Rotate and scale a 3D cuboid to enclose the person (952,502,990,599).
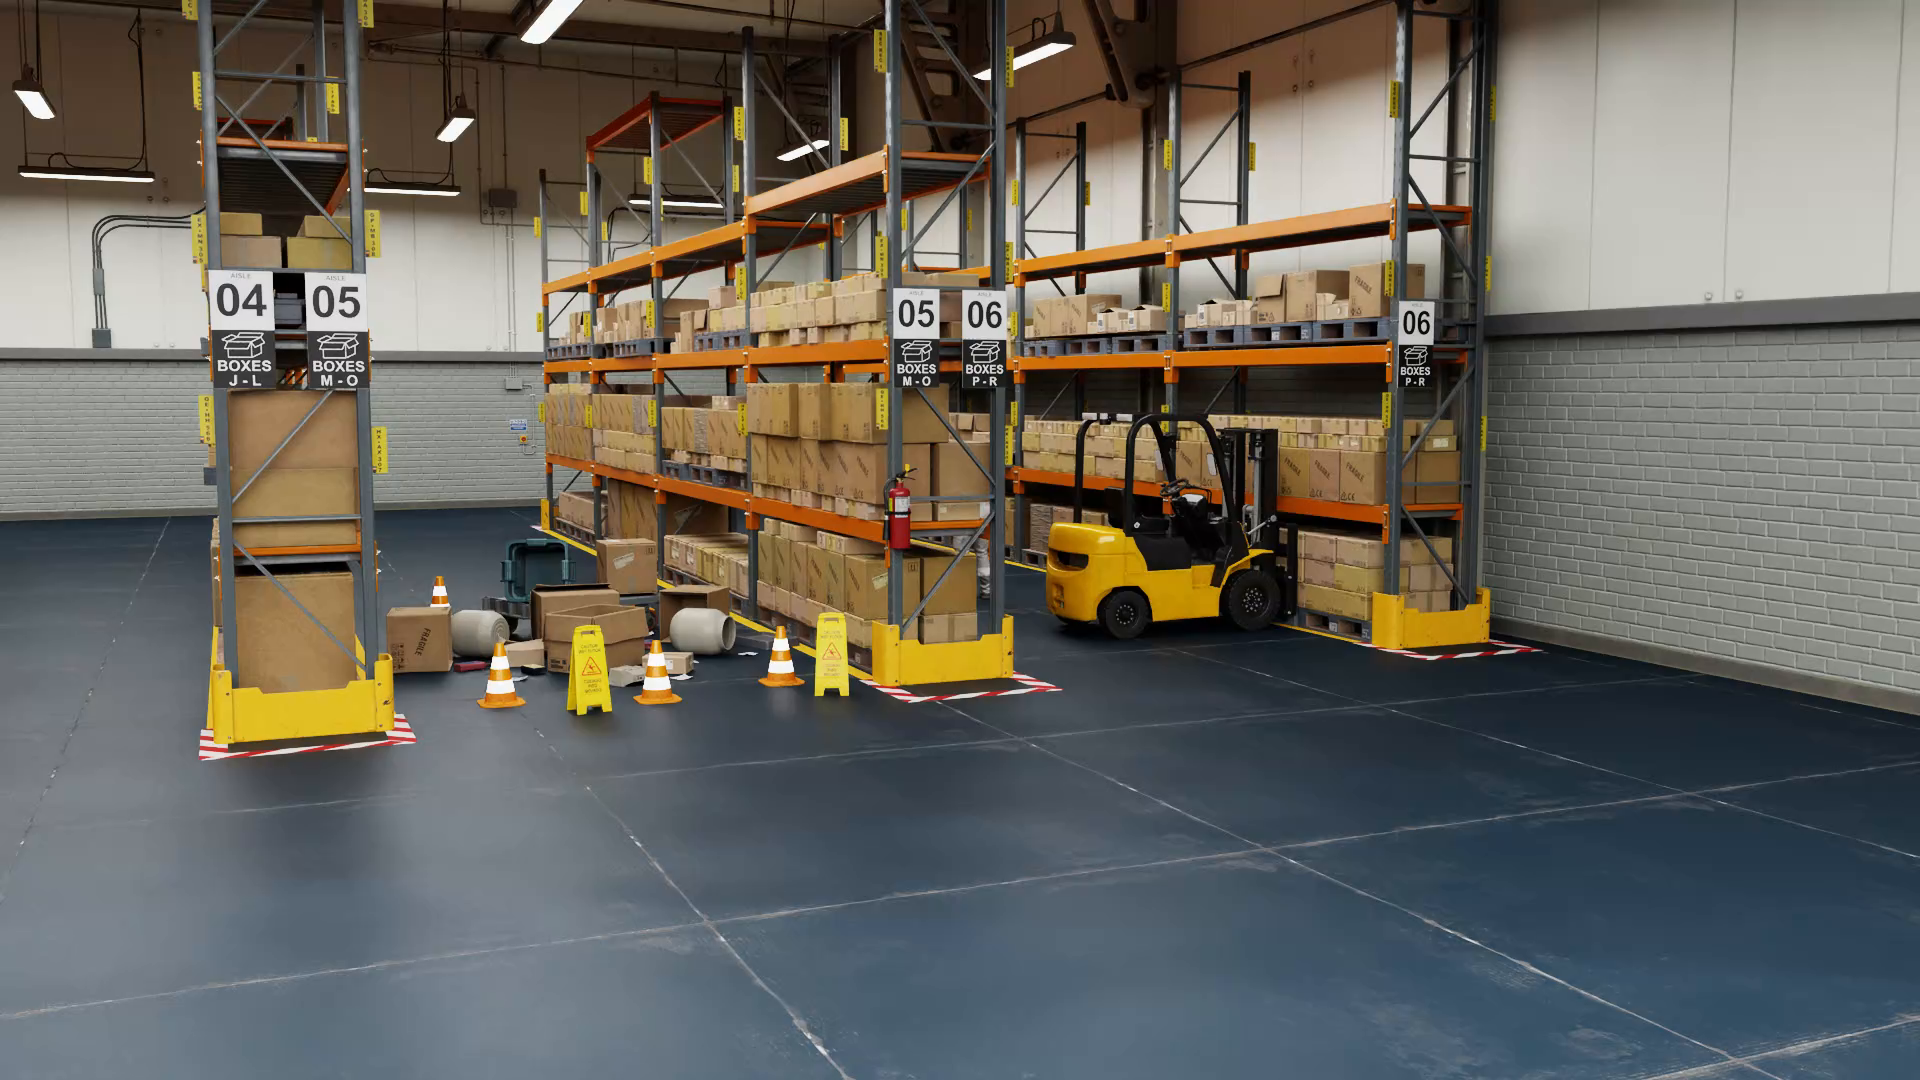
[{"bbox_3d":[0.116,-0.213,18.910,0.609,1.779,0.452,-3,6,-27],"label":"person"}]
